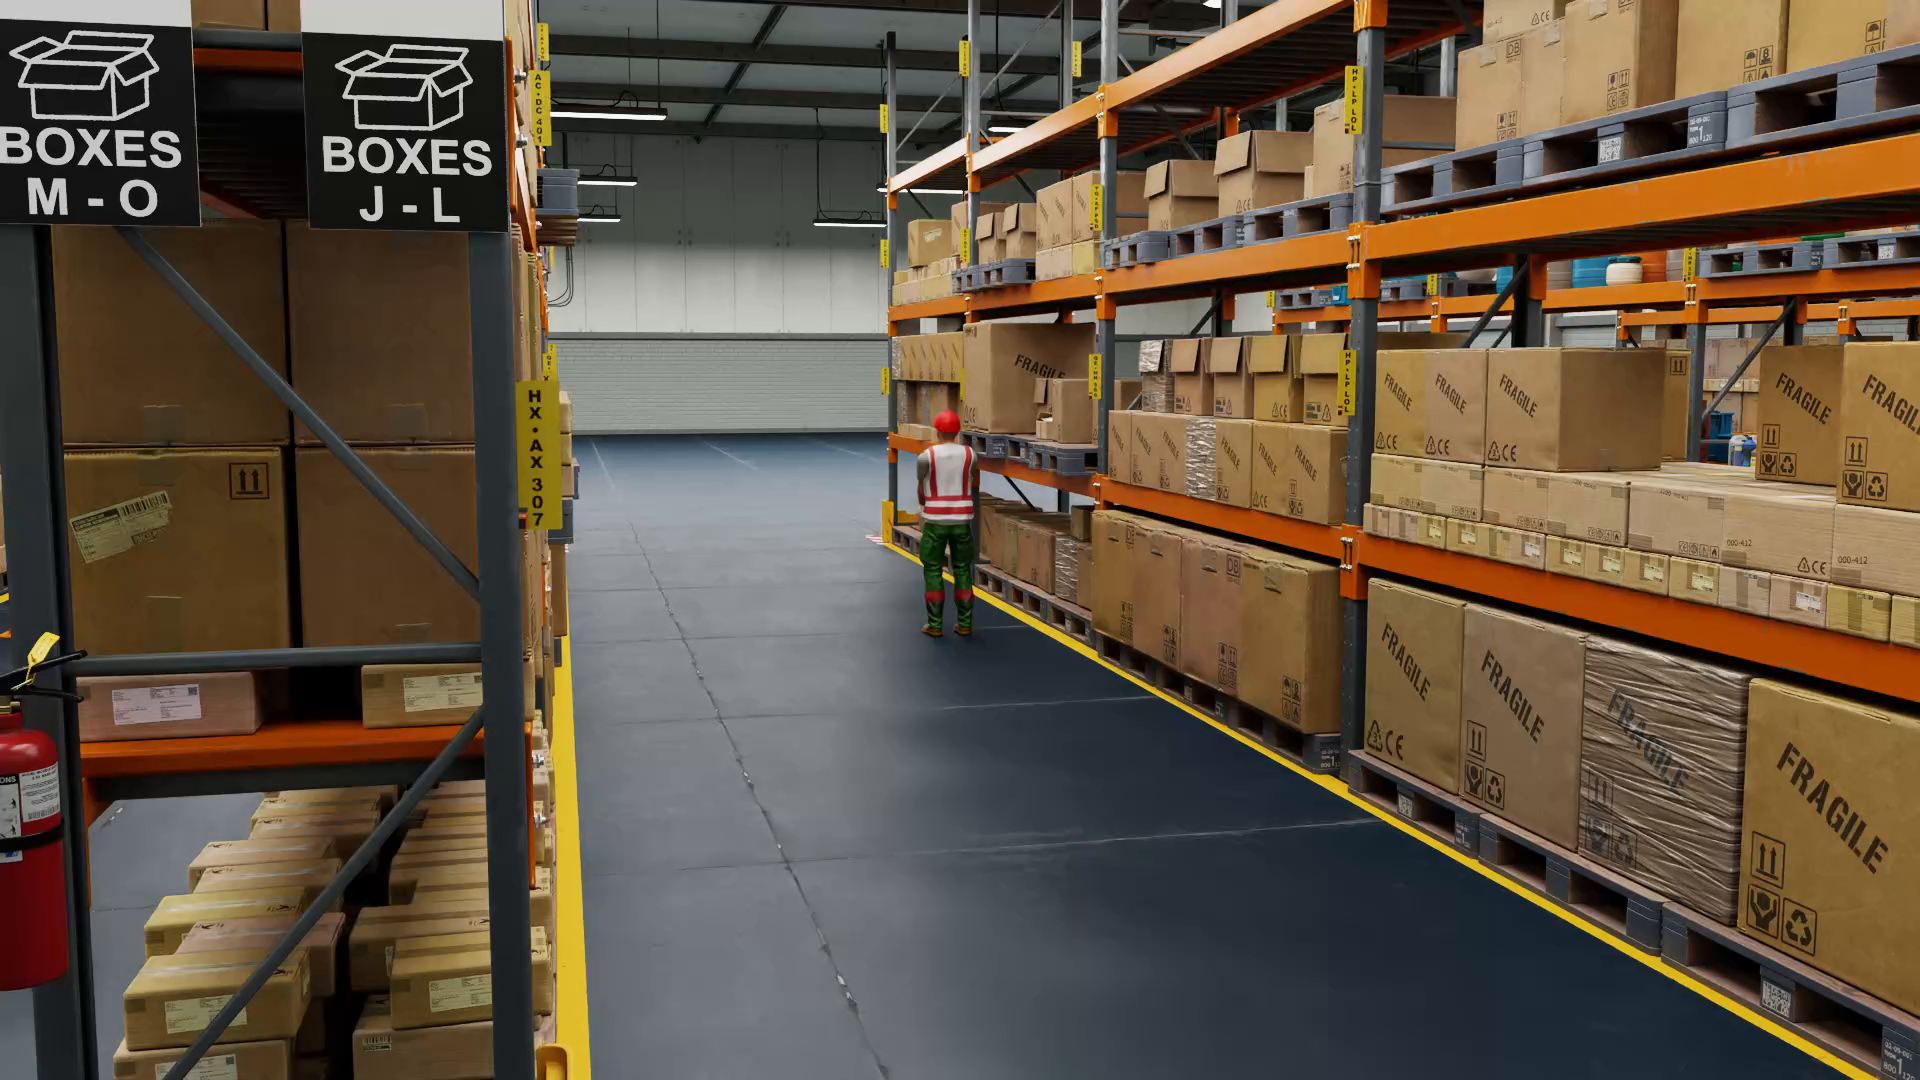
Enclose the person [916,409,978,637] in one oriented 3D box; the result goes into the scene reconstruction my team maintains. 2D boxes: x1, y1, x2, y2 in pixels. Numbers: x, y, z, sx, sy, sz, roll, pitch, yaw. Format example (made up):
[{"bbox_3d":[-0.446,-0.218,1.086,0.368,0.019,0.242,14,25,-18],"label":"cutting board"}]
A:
[{"bbox_3d":[-0.130,-0.146,13.190,0.494,1.783,0.572,-1,6,-14],"label":"person"}]
